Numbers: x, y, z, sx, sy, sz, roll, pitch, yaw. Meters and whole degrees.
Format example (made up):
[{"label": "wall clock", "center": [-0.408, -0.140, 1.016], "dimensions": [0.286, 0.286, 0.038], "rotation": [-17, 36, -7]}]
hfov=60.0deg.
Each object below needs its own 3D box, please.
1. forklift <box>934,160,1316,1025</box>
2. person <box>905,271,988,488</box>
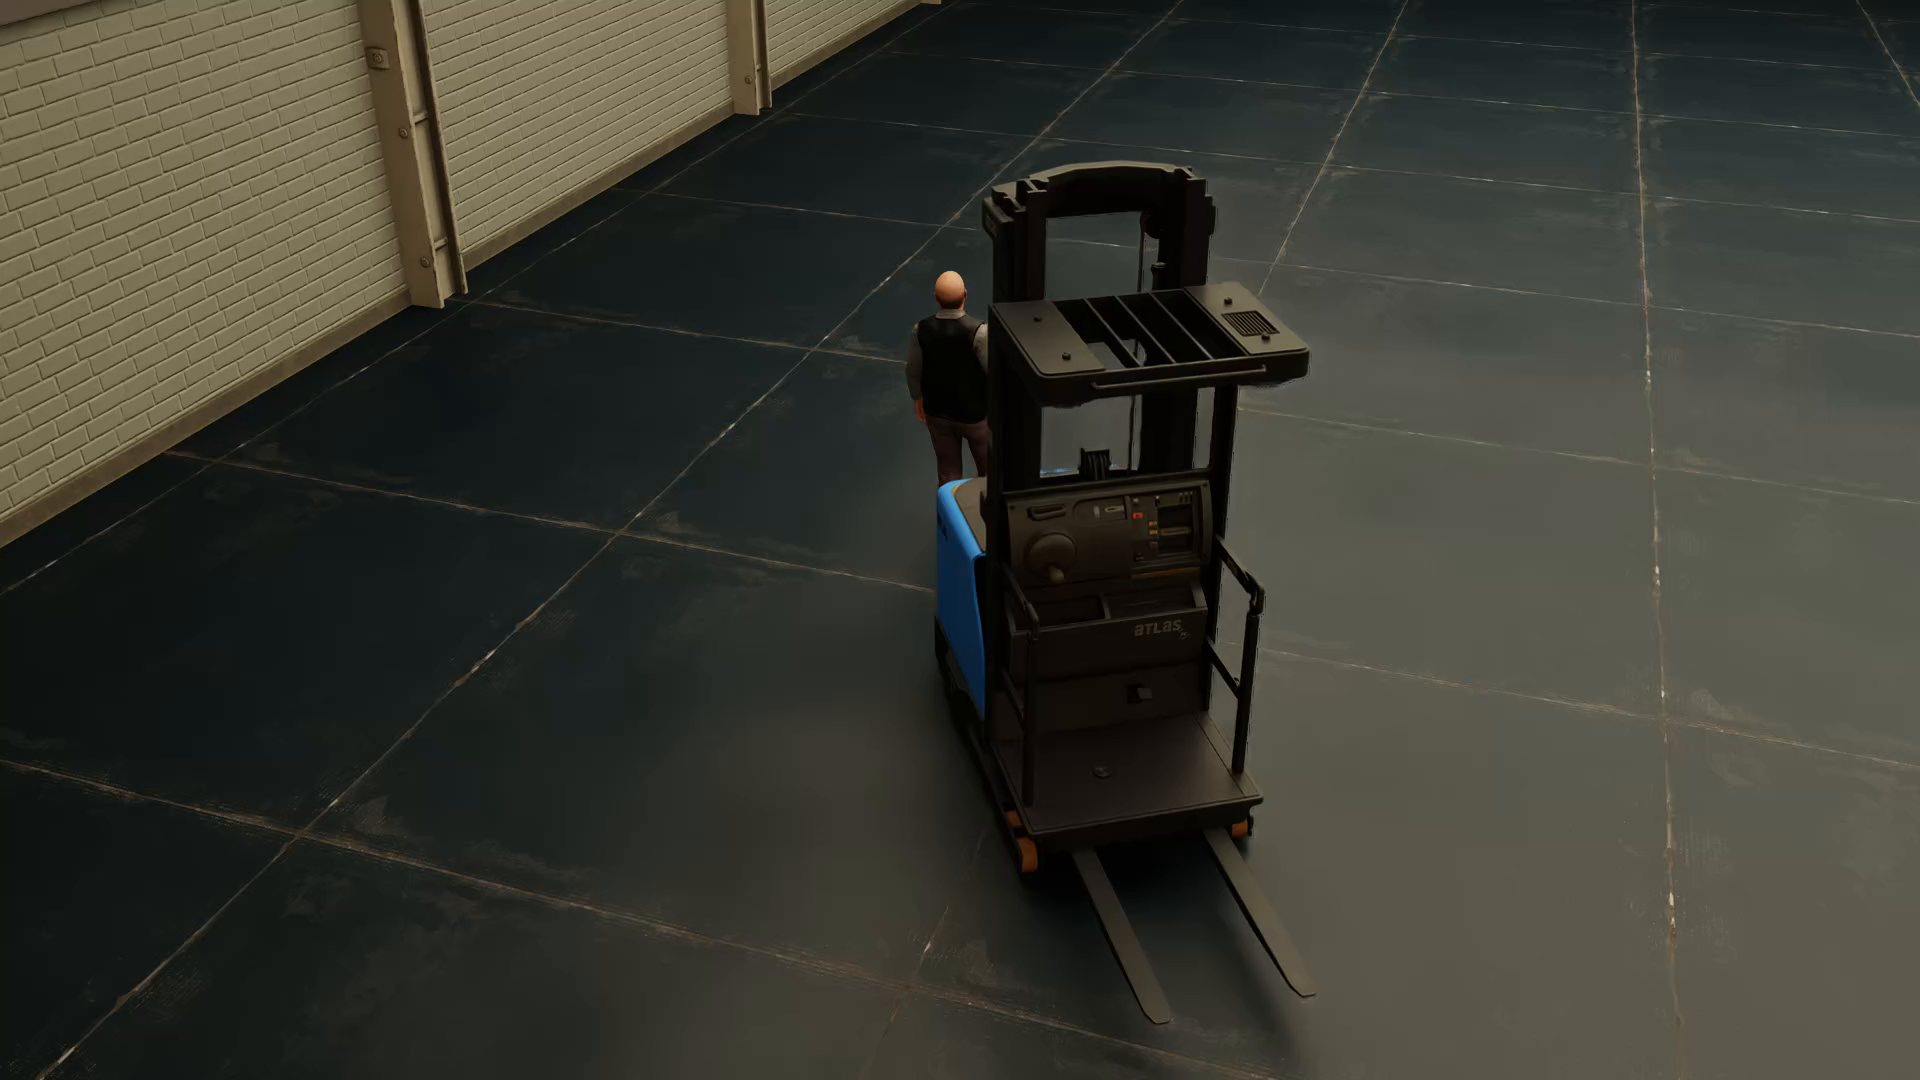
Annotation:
[{"label": "forklift", "center": [0.713, 0.013, 7.113], "dimensions": [1.130, 2.935, 3.031], "rotation": [-7, 30, -12]}, {"label": "person", "center": [0.028, -0.782, 9.715], "dimensions": [0.632, 1.720, 0.568], "rotation": [10, 31, 16]}]
